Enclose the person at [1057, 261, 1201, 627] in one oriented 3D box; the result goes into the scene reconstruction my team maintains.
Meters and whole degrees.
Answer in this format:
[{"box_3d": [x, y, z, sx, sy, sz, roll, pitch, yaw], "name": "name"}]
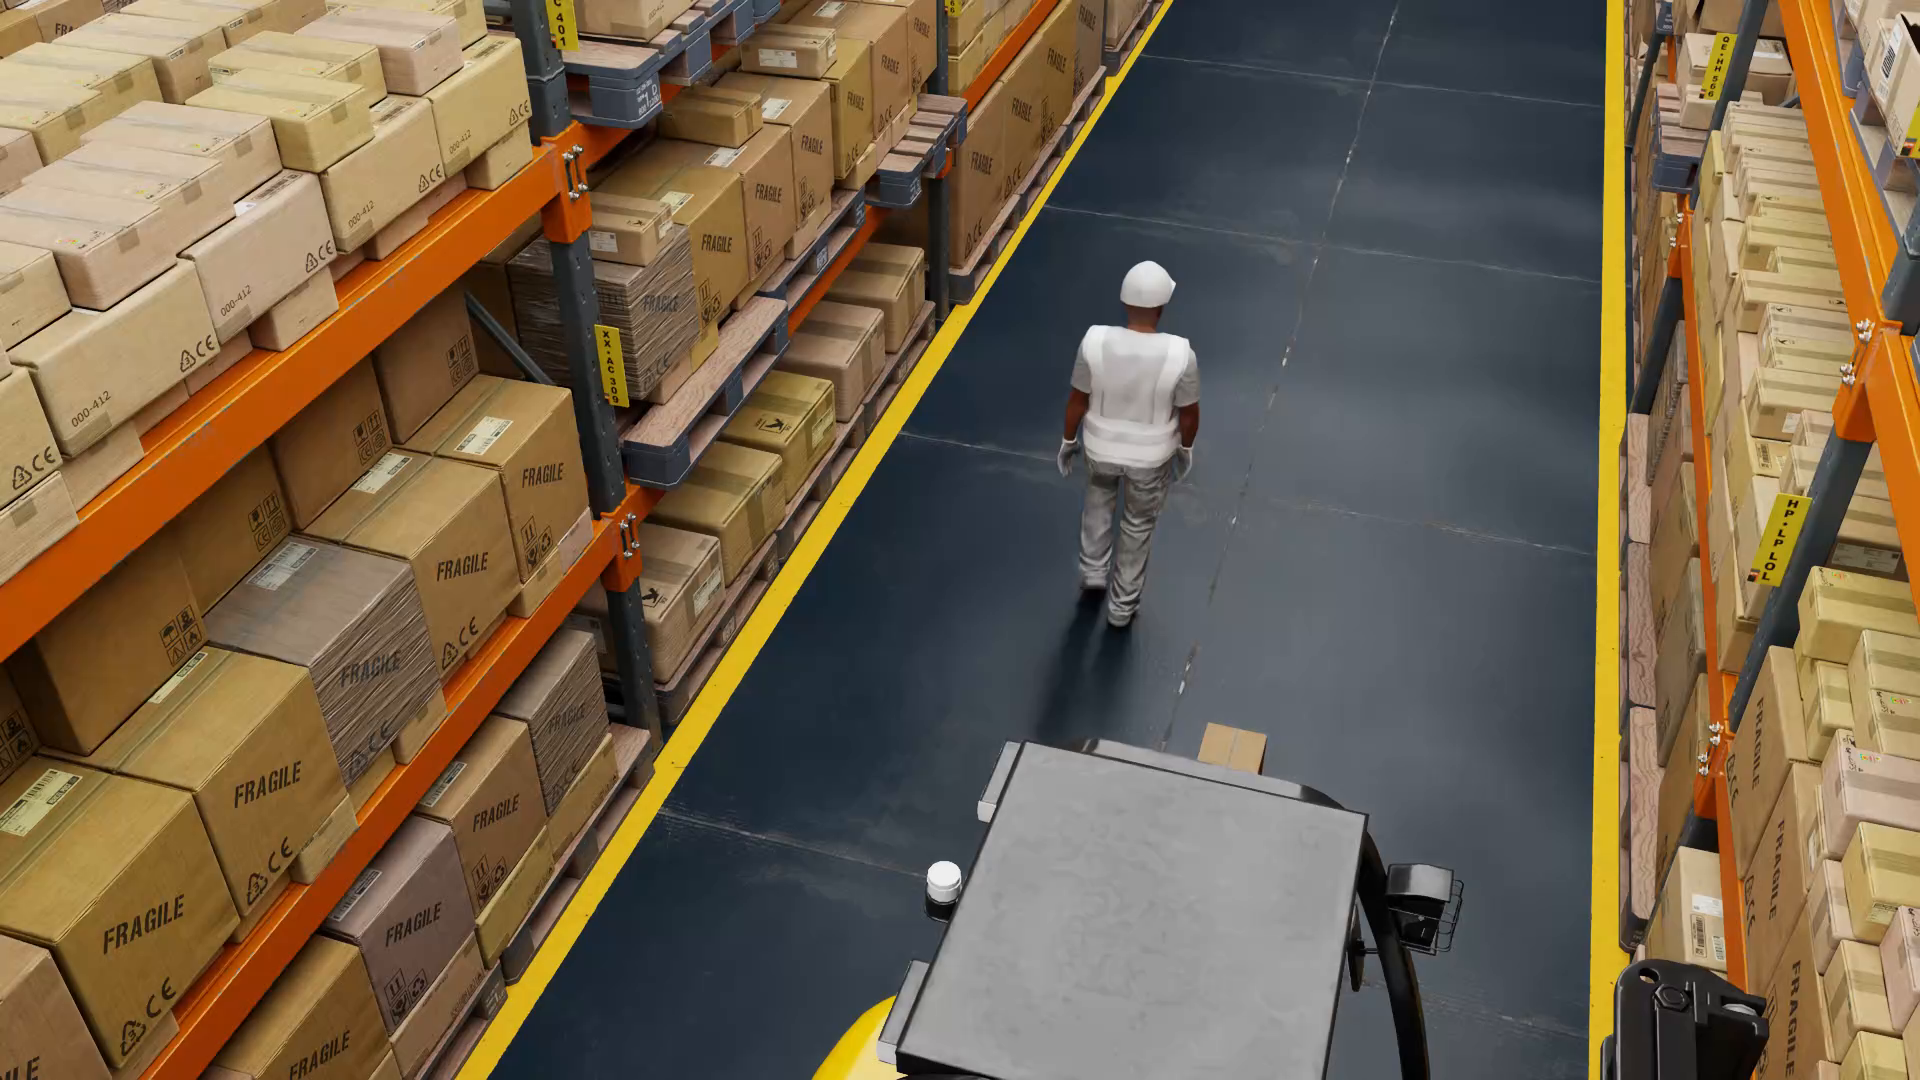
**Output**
[{"box_3d": [0.762, -0.419, 7.438, 0.599, 1.829, 0.469, 11, 38, 14], "name": "person"}]
